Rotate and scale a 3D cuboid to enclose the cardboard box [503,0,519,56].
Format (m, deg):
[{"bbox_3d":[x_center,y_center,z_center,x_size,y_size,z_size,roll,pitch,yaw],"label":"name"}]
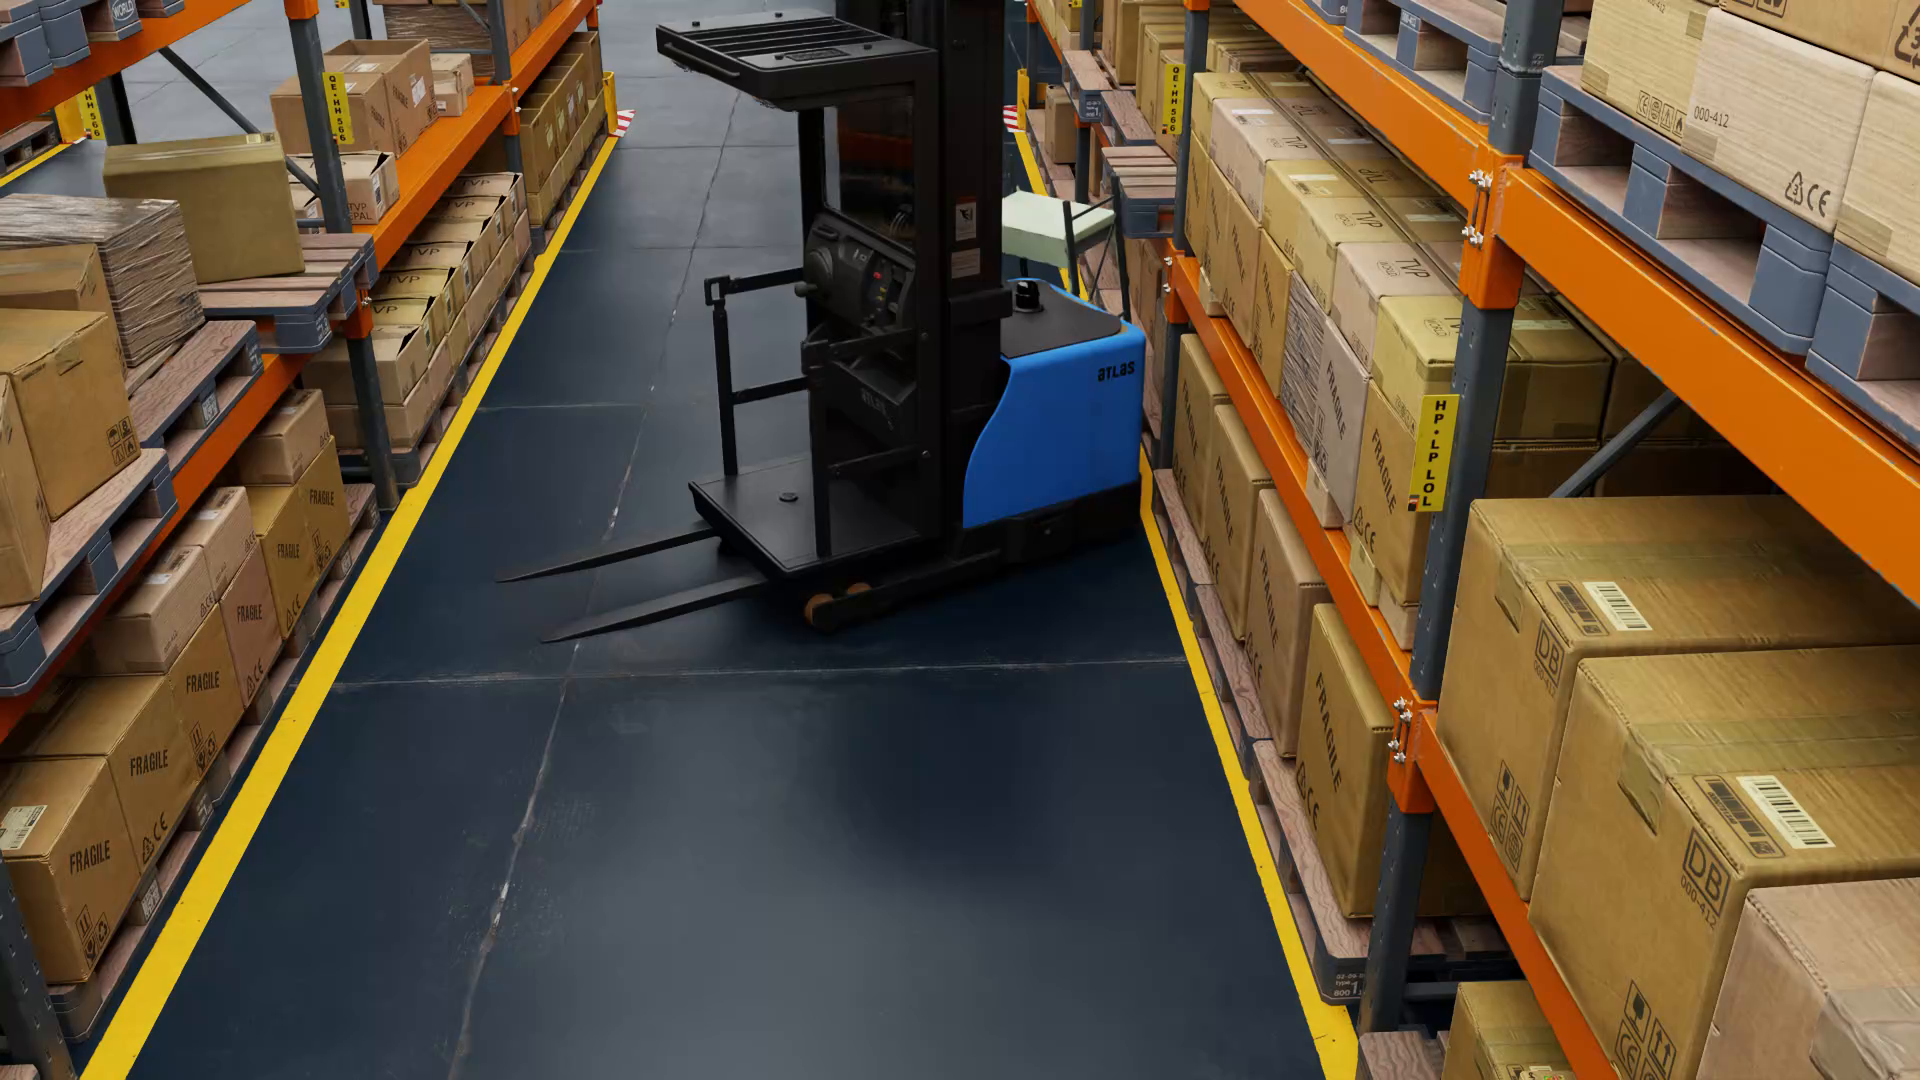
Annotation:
[{"bbox_3d":[-3.671,-3.825,12.232,0.700,0.500,0.500,-2,28,-3],"label":"cardboard box"}]

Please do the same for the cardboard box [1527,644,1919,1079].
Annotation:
[{"bbox_3d":[1.801,0.696,3.348,0.980,0.700,0.700,-2,28,-4],"label":"cardboard box"}]

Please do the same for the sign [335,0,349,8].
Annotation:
[{"bbox_3d":[-4.162,-3.737,11.150,0.100,0.325,0.005,-1,28,-3],"label":"sign"}]

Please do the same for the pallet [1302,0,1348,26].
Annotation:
[{"bbox_3d":[1.696,-2.040,5.879,1.003,0.211,1.213,0,28,0],"label":"pallet"}]

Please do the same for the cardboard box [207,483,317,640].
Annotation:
[{"bbox_3d":[-3.089,0.093,7.055,0.500,0.500,0.500,-2,28,-5],"label":"cardboard box"}]

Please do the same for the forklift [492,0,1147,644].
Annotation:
[{"bbox_3d":[-0.630,-1.140,7.335,3.031,2.867,1.129,-16,31,-27],"label":"forklift"}]

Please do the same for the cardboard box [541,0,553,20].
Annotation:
[{"bbox_3d":[-3.753,-4.536,13.596,0.700,0.500,0.500,-1,28,-2],"label":"cardboard box"}]

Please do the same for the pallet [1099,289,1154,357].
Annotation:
[{"bbox_3d":[1.448,-1.293,10.501,1.003,0.211,1.213,-1,28,-3],"label":"pallet"}]

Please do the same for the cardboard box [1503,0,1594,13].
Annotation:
[{"bbox_3d":[1.820,-1.738,4.511,0.700,0.500,0.500,-3,28,-5],"label":"cardboard box"}]

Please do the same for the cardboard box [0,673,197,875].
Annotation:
[{"bbox_3d":[-3.011,0.800,5.700,0.500,0.500,0.500,-1,28,-2],"label":"cardboard box"}]

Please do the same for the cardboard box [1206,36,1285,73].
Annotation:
[{"bbox_3d":[1.468,-2.440,8.400,0.380,0.149,0.250,-6,28,-11],"label":"cardboard box"}]

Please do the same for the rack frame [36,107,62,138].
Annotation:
[{"bbox_3d":[-8.764,-5.062,14.712,1.000,3.000,0.127,-1,28,-3],"label":"rack frame"}]

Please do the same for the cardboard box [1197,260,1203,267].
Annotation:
[{"bbox_3d":[1.334,-1.346,7.838,0.380,0.149,0.250,-2,28,-3],"label":"cardboard box"}]

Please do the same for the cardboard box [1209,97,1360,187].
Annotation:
[{"bbox_3d":[1.343,-1.660,6.927,0.500,0.250,0.500,-2,28,-3],"label":"cardboard box"}]

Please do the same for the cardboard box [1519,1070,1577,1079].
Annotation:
[{"bbox_3d":[1.529,1.386,3.897,0.380,0.149,0.250,0,28,-1],"label":"cardboard box"}]

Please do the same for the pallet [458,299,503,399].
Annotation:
[{"bbox_3d":[-3.464,-1.192,10.307,1.003,0.211,1.213,-1,28,-3],"label":"pallet"}]

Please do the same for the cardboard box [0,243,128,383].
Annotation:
[{"bbox_3d":[-3.344,-0.683,5.754,0.700,0.500,0.500,-8,29,-16],"label":"cardboard box"}]

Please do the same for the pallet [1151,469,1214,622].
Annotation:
[{"bbox_3d":[1.514,-0.004,8.030,1.003,0.211,1.213,-1,28,-3],"label":"pallet"}]

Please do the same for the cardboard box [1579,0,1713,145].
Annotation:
[{"bbox_3d":[1.529,-0.928,3.142,0.500,0.250,0.500,-1,28,-3],"label":"cardboard box"}]

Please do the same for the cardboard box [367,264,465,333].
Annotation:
[{"bbox_3d":[-3.193,-1.428,9.657,0.500,0.311,0.500,-2,28,-4],"label":"cardboard box"}]

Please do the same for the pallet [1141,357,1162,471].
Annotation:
[{"bbox_3d":[1.508,-0.731,9.424,1.003,0.211,1.213,-1,28,-3],"label":"pallet"}]

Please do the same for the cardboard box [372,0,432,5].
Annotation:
[{"bbox_3d":[-3.836,-3.785,11.454,0.380,0.149,0.250,-1,28,-3],"label":"cardboard box"}]

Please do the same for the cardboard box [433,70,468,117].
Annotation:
[{"bbox_3d":[-3.379,-2.871,10.657,0.396,0.266,0.258,-2,28,-4],"label":"cardboard box"}]

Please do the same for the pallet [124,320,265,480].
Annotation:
[{"bbox_3d":[-3.293,-0.502,6.177,1.003,0.211,1.213,-1,28,-3],"label":"pallet"}]

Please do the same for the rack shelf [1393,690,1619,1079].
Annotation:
[{"bbox_3d":[1.861,1.483,2.940,1.077,0.370,4.000,-1,28,-3],"label":"rack shelf"}]

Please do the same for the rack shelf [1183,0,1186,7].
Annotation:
[{"bbox_3d":[1.443,-3.541,9.330,1.077,0.370,4.000,-1,28,-3],"label":"rack shelf"}]

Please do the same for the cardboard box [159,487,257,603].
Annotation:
[{"bbox_3d":[-3.051,0.020,6.384,0.500,0.250,0.500,-2,28,-4],"label":"cardboard box"}]

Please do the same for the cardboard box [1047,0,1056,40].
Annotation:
[{"bbox_3d":[0.952,-4.070,12.950,0.500,0.250,0.500,-2,28,-3],"label":"cardboard box"}]

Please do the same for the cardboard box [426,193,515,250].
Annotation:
[{"bbox_3d":[-3.267,-2.128,10.999,0.500,0.311,0.500,-1,28,-1],"label":"cardboard box"}]

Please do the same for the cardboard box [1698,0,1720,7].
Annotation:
[{"bbox_3d":[1.514,-1.250,2.948,0.500,0.500,0.500,-2,28,-3],"label":"cardboard box"}]

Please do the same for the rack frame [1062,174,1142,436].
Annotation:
[{"bbox_3d":[0.751,-1.116,8.644,0.400,1.500,0.023,-33,39,-33],"label":"rack frame"}]

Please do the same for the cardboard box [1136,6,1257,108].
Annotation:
[{"bbox_3d":[1.419,-2.896,9.975,0.700,0.500,0.500,2,28,4],"label":"cardboard box"}]

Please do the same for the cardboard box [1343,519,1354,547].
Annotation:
[{"bbox_3d":[1.451,-0.043,5.338,0.380,0.149,0.250,-1,28,-1],"label":"cardboard box"}]

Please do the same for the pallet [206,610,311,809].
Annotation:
[{"bbox_3d":[-3.337,0.659,6.759,1.003,0.211,1.213,-1,28,-3],"label":"pallet"}]

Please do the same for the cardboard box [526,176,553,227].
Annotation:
[{"bbox_3d":[-3.329,-2.521,12.359,0.500,0.250,0.500,-1,28,-3],"label":"cardboard box"}]

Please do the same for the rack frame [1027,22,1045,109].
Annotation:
[{"bbox_3d":[1.130,-5.301,15.170,1.000,3.000,0.127,-1,28,-3],"label":"rack frame"}]

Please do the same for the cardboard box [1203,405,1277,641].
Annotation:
[{"bbox_3d":[1.494,-0.092,7.054,0.750,0.750,0.750,-2,28,-3],"label":"cardboard box"}]

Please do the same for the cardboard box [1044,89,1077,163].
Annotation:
[{"bbox_3d":[1.094,-3.463,13.873,0.700,0.500,0.500,-3,28,-6],"label":"cardboard box"}]

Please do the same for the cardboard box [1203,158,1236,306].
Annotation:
[{"bbox_3d":[1.336,-1.319,7.084,0.500,0.500,0.500,0,28,-1],"label":"cardboard box"}]

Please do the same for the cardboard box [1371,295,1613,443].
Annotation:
[{"bbox_3d":[1.477,-0.486,4.677,0.500,0.250,0.500,-1,28,-1],"label":"cardboard box"}]

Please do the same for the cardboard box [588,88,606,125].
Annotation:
[{"bbox_3d":[-3.494,-3.906,15.015,0.500,0.250,0.500,-1,28,-3],"label":"cardboard box"}]

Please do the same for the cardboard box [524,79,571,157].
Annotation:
[{"bbox_3d":[-3.372,-3.316,13.072,0.500,0.500,0.500,-1,28,-3],"label":"cardboard box"}]

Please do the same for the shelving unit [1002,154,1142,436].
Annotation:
[{"bbox_3d":[0.494,-1.223,8.882,0.431,1.500,0.755,-33,39,-33],"label":"shelving unit"}]

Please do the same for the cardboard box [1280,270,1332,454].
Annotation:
[{"bbox_3d":[1.426,-0.619,5.742,0.500,0.500,0.500,-1,28,-3],"label":"cardboard box"}]

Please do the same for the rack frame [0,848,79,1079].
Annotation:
[{"bbox_3d":[-3.190,0.362,4.312,1.000,3.000,0.127,-1,28,-3],"label":"rack frame"}]

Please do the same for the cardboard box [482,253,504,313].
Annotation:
[{"bbox_3d":[-3.245,-1.645,10.680,0.500,0.250,0.500,-1,28,-2],"label":"cardboard box"}]

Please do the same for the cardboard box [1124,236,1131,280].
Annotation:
[{"bbox_3d":[1.471,-1.964,10.999,0.700,0.500,0.500,-2,28,-4],"label":"cardboard box"}]

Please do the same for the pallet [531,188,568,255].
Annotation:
[{"bbox_3d":[-3.608,-2.464,12.747,1.003,0.211,1.213,-1,28,-3],"label":"pallet"}]

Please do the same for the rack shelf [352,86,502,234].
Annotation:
[{"bbox_3d":[-3.503,-2.208,9.730,0.919,0.052,3.809,-1,28,-3],"label":"rack shelf"}]

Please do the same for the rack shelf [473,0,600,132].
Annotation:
[{"bbox_3d":[-3.712,-3.937,13.333,1.077,0.370,4.000,-1,28,-3],"label":"rack shelf"}]

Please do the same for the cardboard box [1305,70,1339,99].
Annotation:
[{"bbox_3d":[1.830,-1.921,7.427,0.500,0.250,0.500,-1,28,-1],"label":"cardboard box"}]

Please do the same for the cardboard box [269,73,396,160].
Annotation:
[{"bbox_3d":[-3.503,-2.304,9.316,0.500,0.500,0.500,-3,28,-5],"label":"cardboard box"}]
